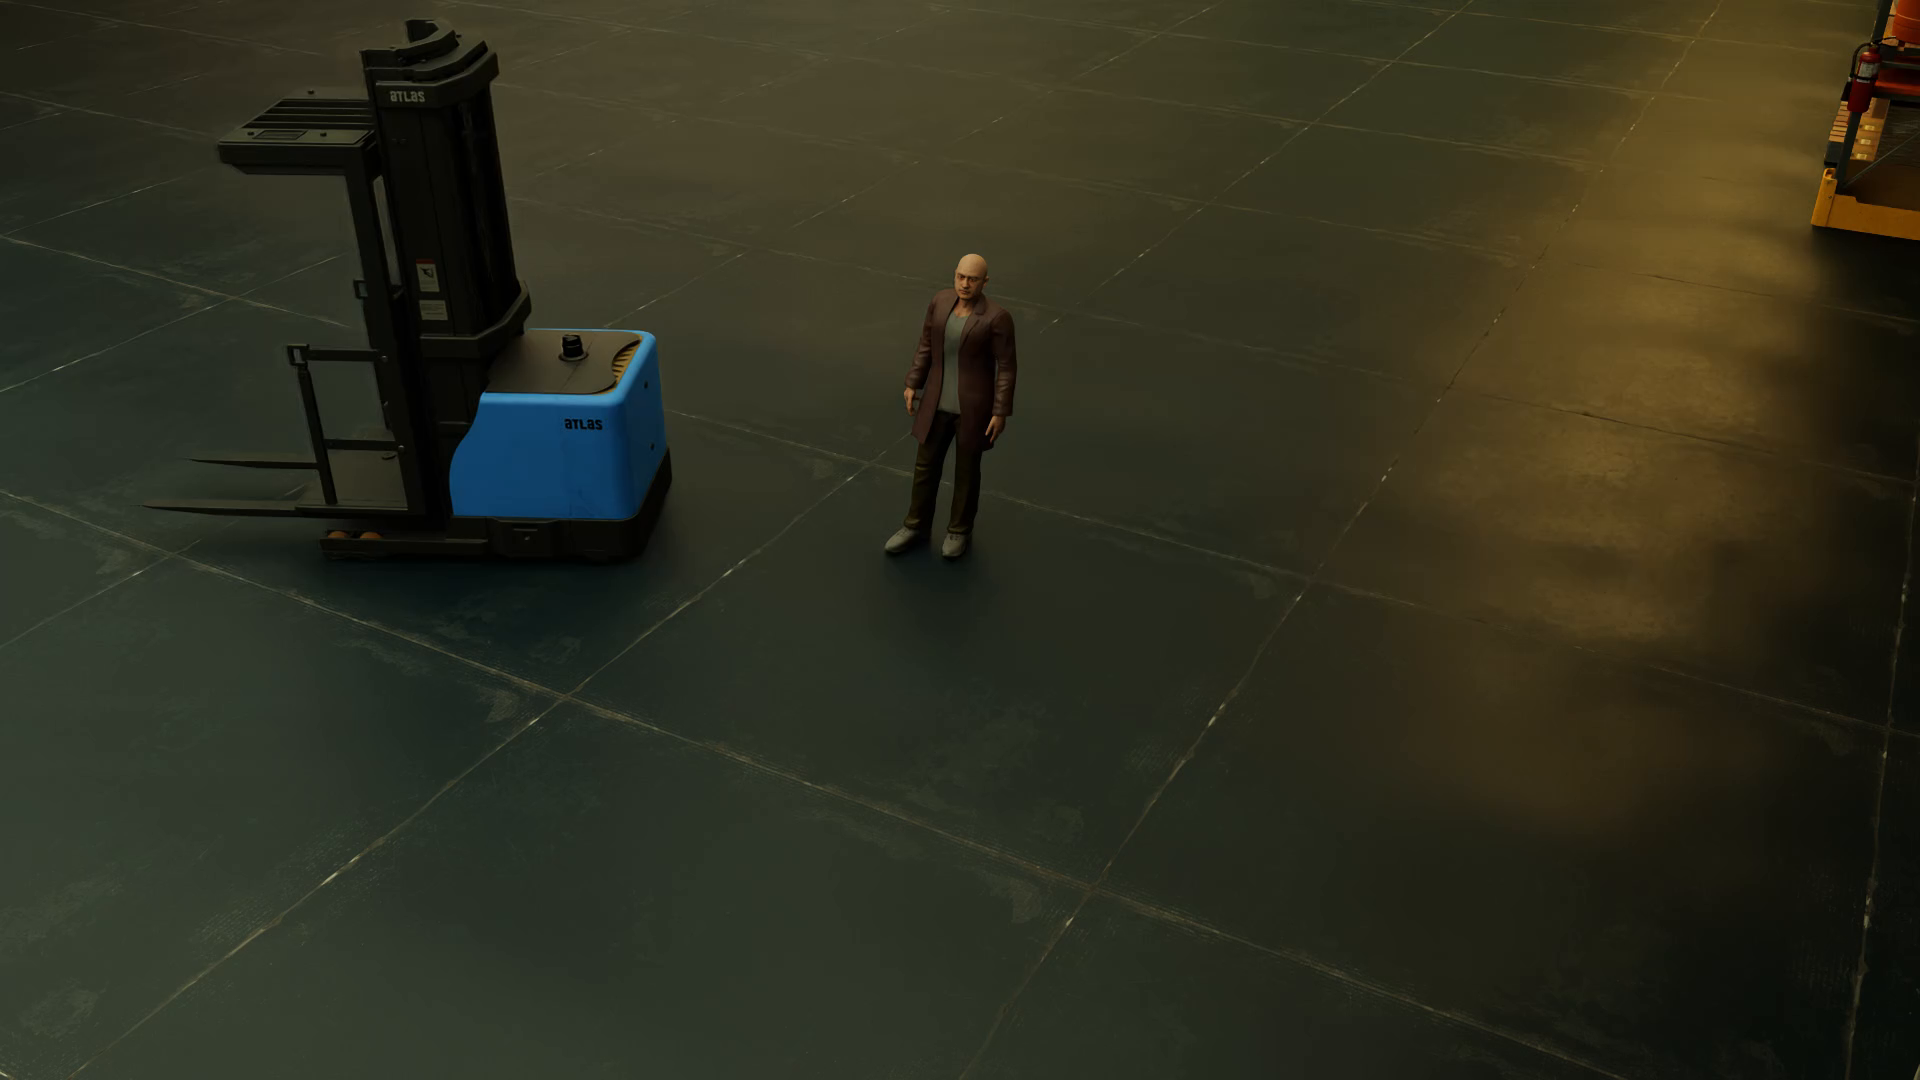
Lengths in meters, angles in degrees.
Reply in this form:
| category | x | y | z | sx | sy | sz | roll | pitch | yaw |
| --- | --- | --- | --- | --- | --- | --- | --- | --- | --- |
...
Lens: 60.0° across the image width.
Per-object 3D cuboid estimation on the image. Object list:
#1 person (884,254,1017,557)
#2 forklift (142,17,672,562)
| category | x | y | z | sx | sy | sz | roll | pitch | yaw |
| --- | --- | --- | --- | --- | --- | --- | --- | --- | --- |
| person | -0.048 | -0.737 | 9.487 | 0.698 | 1.777 | 0.579 | 15 | 33 | 25 |
| forklift | -3.354 | -1.409 | 9.512 | 3.031 | 2.935 | 1.130 | 2 | 30 | 3 |
